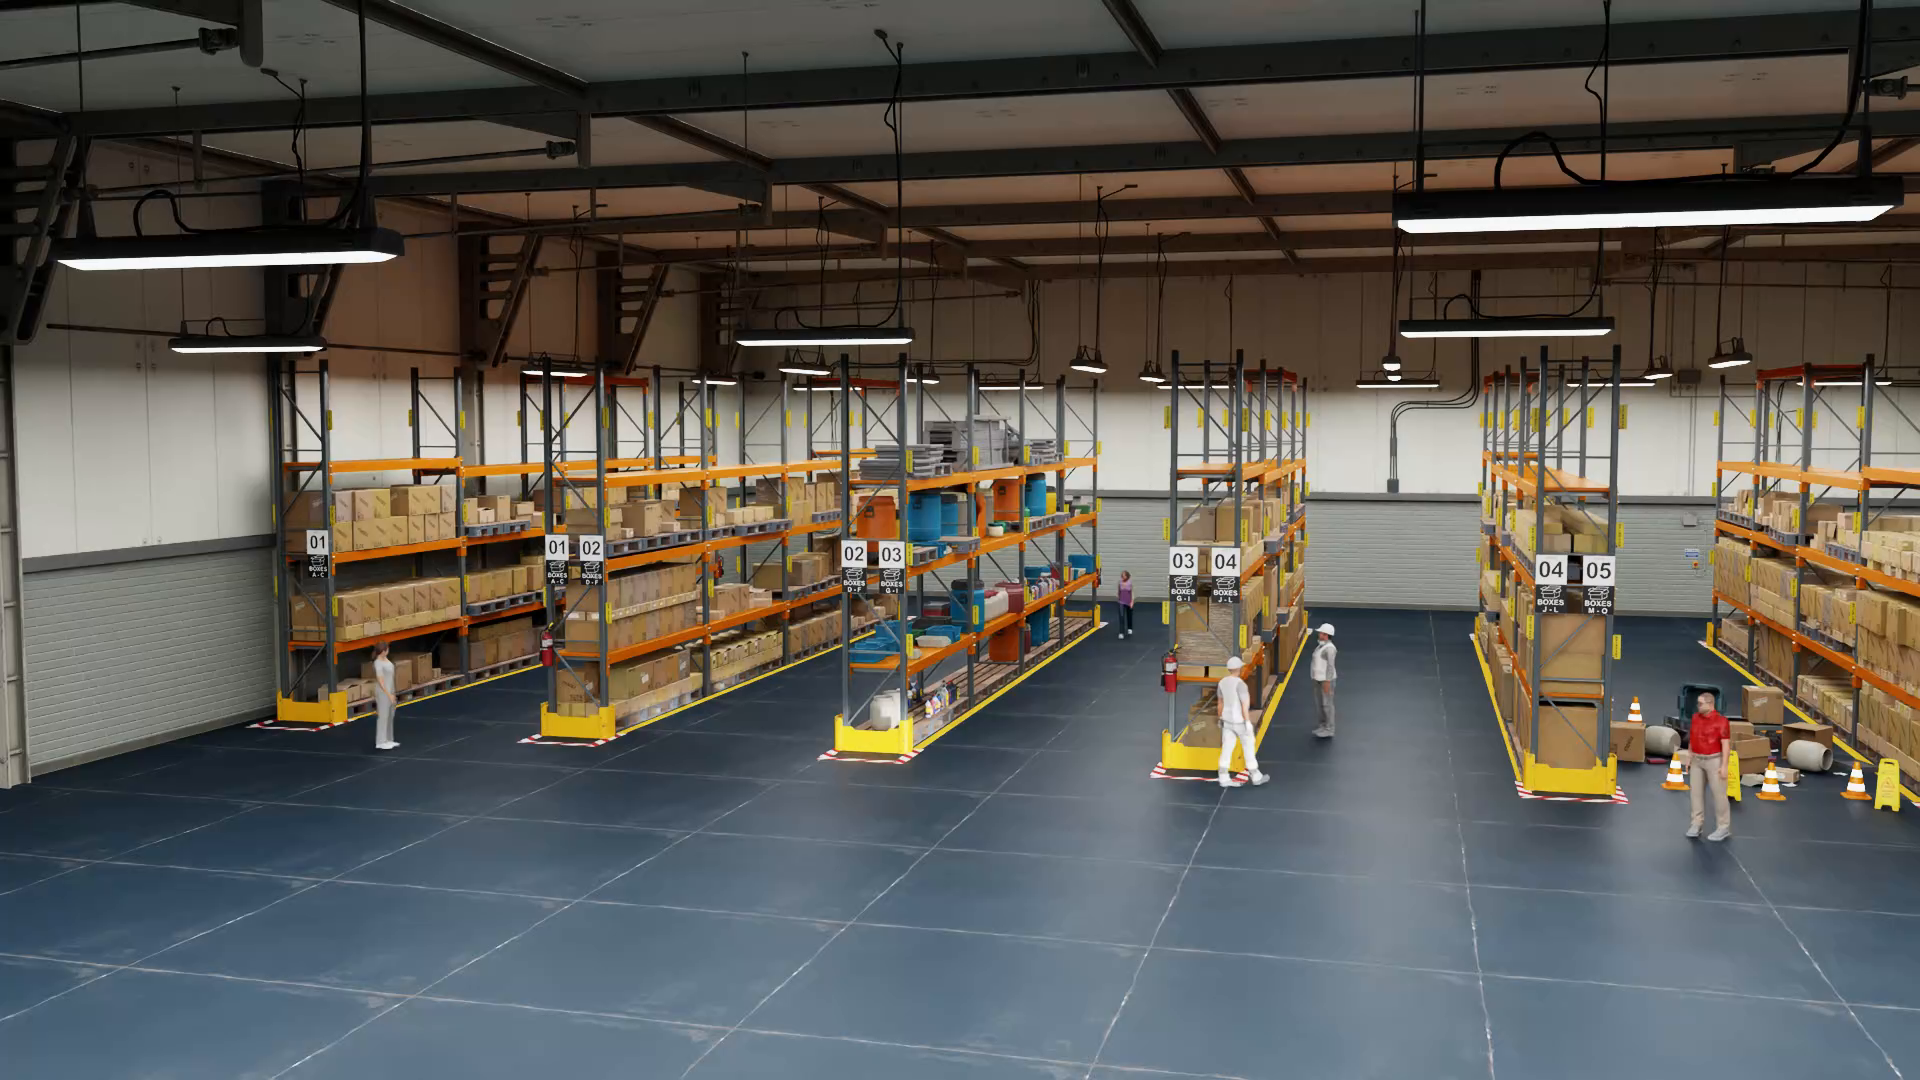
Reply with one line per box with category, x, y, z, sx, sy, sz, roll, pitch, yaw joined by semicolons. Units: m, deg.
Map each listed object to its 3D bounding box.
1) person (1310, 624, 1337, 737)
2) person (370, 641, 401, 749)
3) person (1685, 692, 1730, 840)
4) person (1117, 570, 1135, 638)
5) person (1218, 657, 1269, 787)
person;5.764;2.214;26.361;0.381;1.782;0.573;-2;4;-20
person;-8.755;2.364;25.401;0.415;1.687;0.578;0;4;-2
person;8.953;2.698;19.955;0.442;1.743;0.557;-2;5;-31
person;3.818;1.466;38.290;0.423;1.544;0.937;1;4;12
person;3.892;2.474;22.743;0.739;1.782;0.599;-3;5;-32
